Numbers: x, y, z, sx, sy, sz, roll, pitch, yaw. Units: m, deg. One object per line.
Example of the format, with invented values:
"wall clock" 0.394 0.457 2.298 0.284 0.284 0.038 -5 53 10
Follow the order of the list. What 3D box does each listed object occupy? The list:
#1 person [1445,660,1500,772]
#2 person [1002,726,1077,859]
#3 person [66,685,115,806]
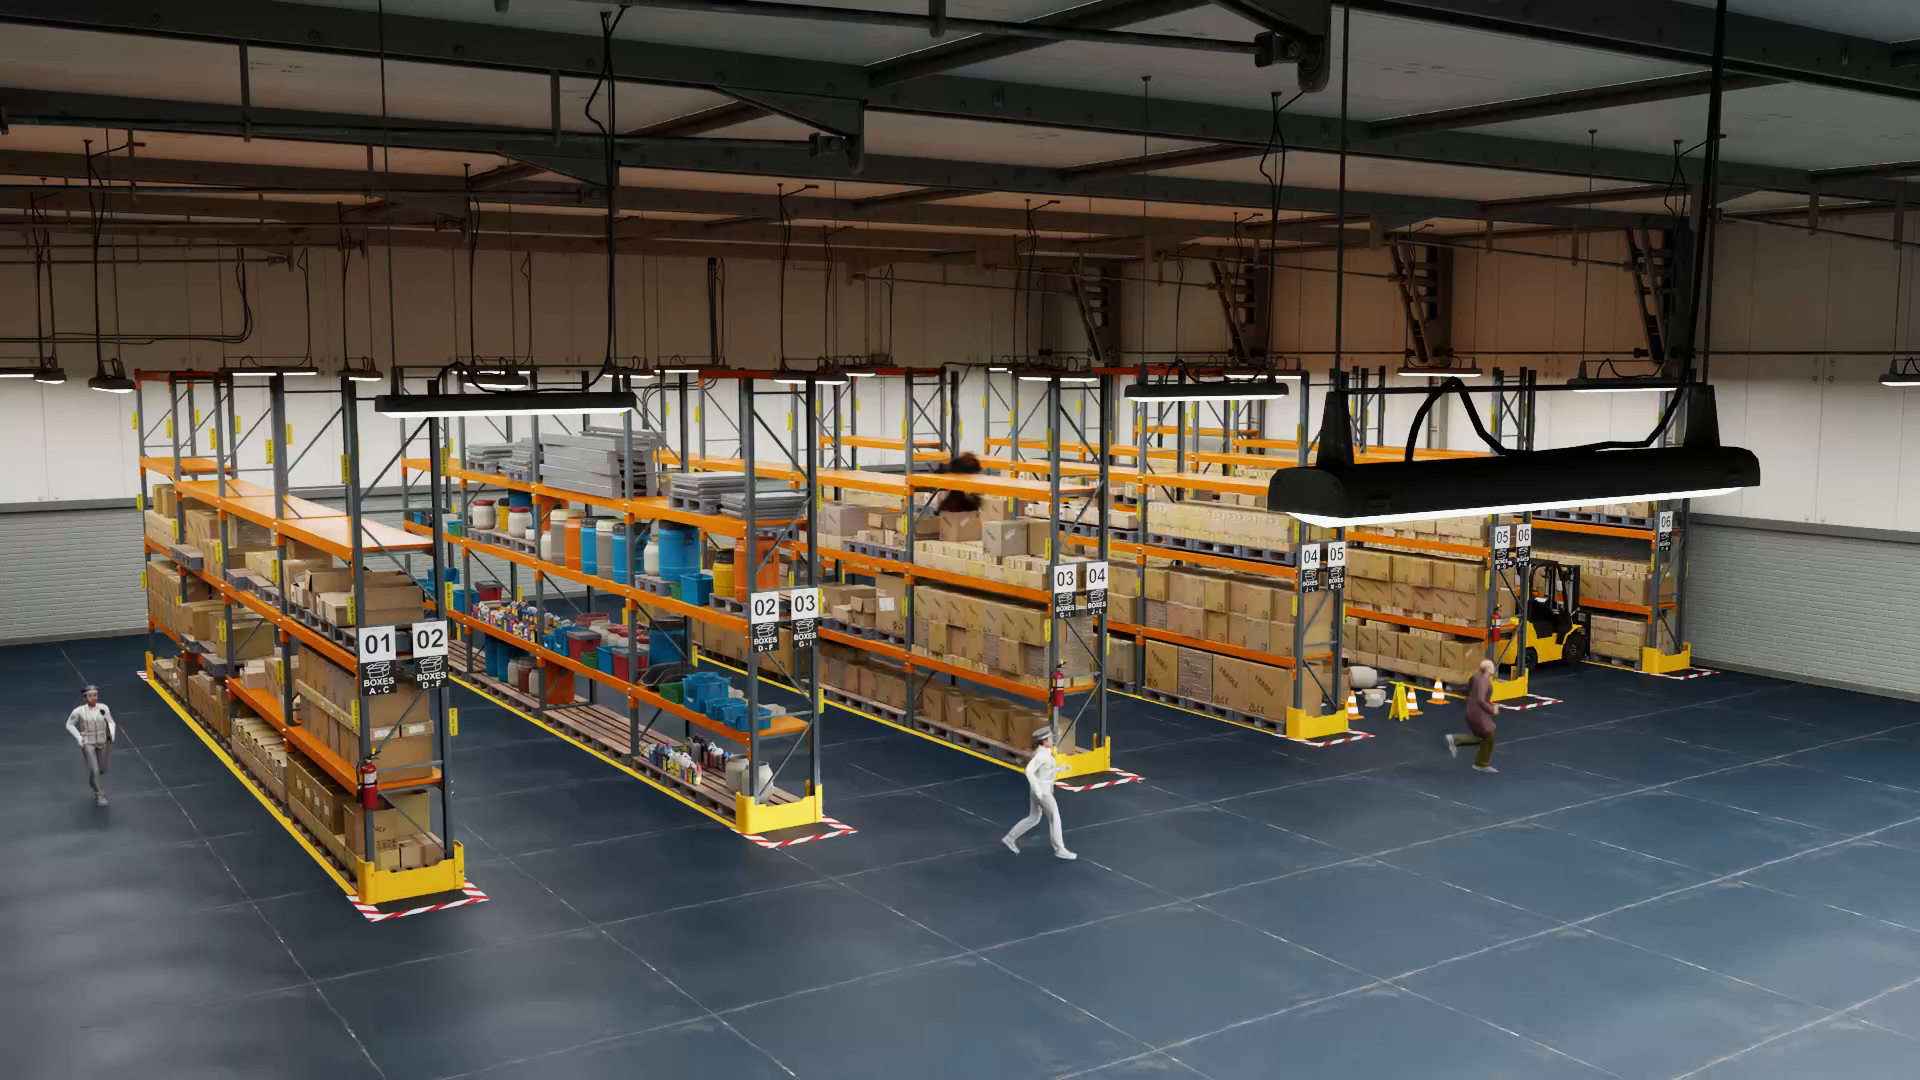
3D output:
"person" 7.754 2.665 25.110 0.779 1.747 0.737 0 6 4
"person" 1.010 3.137 20.653 0.907 1.684 0.608 -1 6 -5
"person" -12.245 2.871 23.476 0.618 1.684 0.762 -6 9 -43
